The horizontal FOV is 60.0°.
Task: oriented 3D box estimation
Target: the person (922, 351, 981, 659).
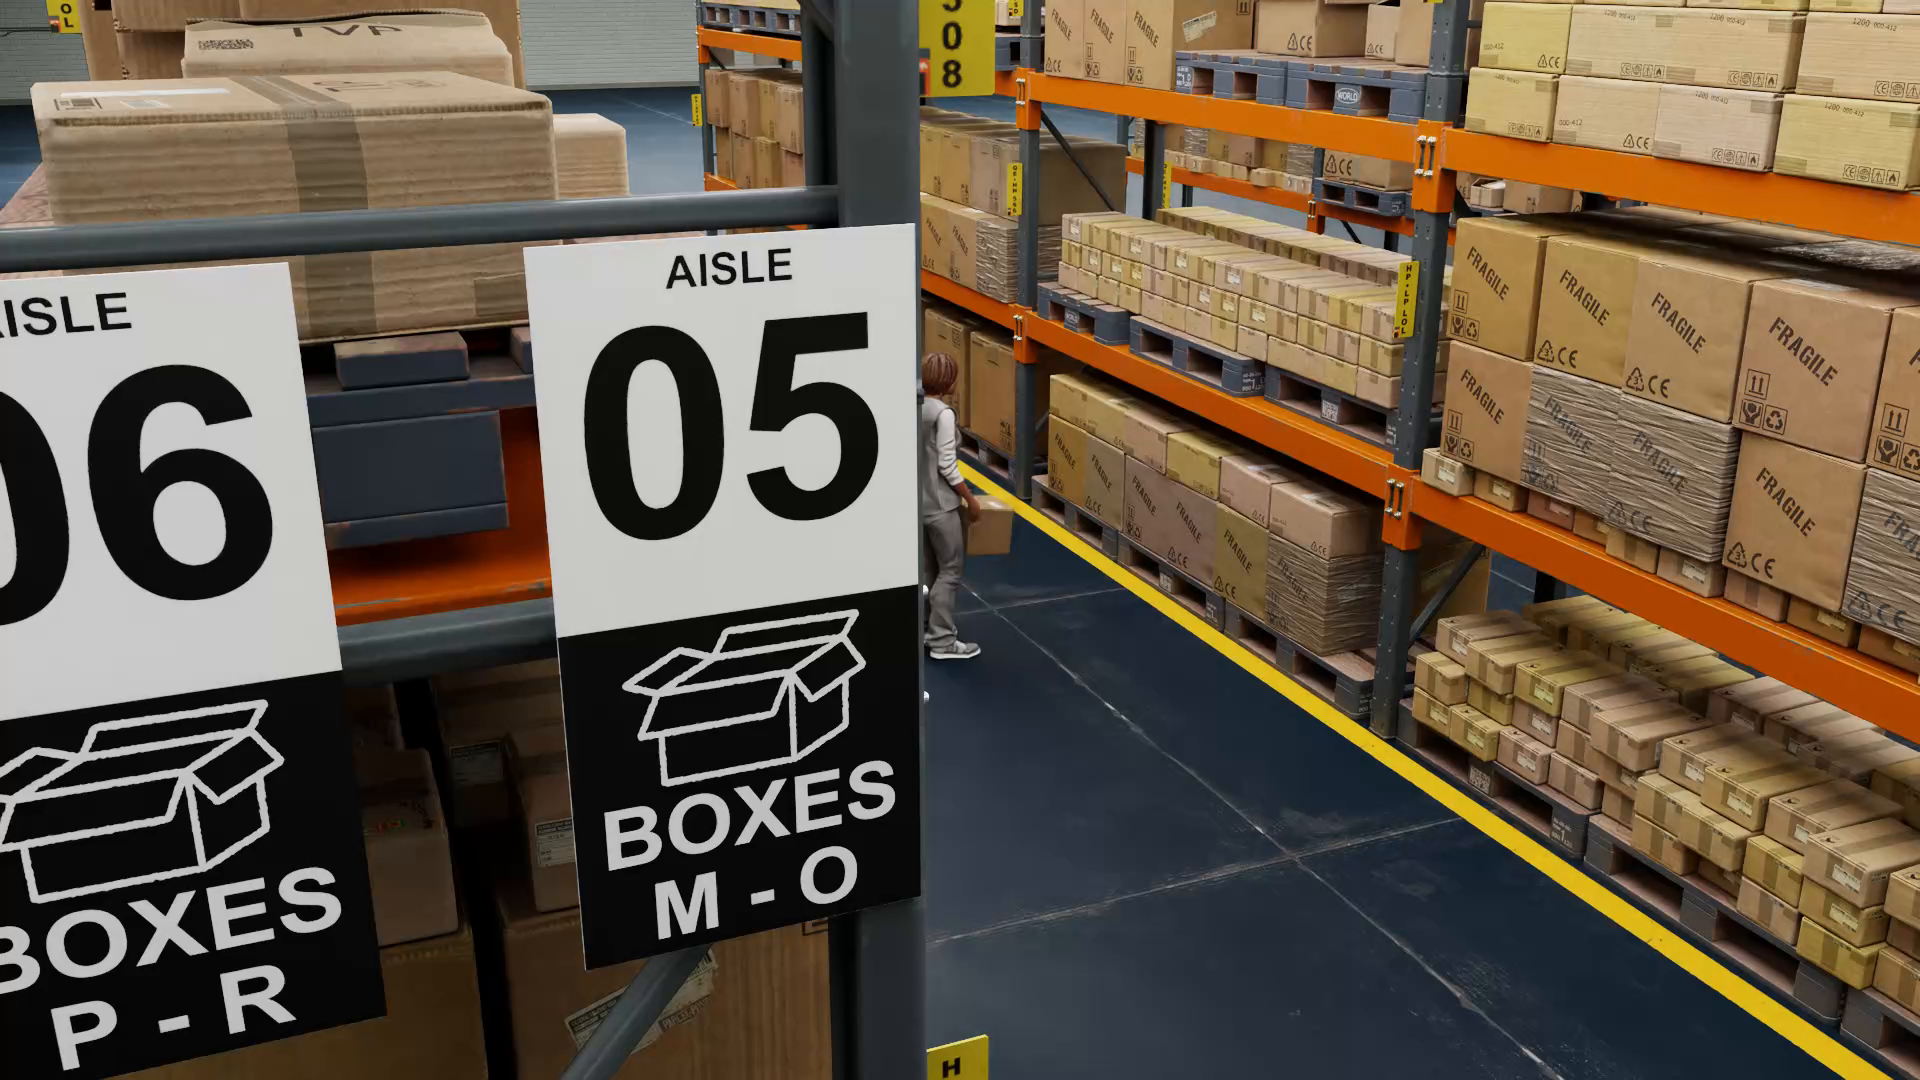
[{"bbox_3d":[-0.109,-0.185,8.602,0.359,1.601,0.446,-8,21,-23],"label":"person"}]
